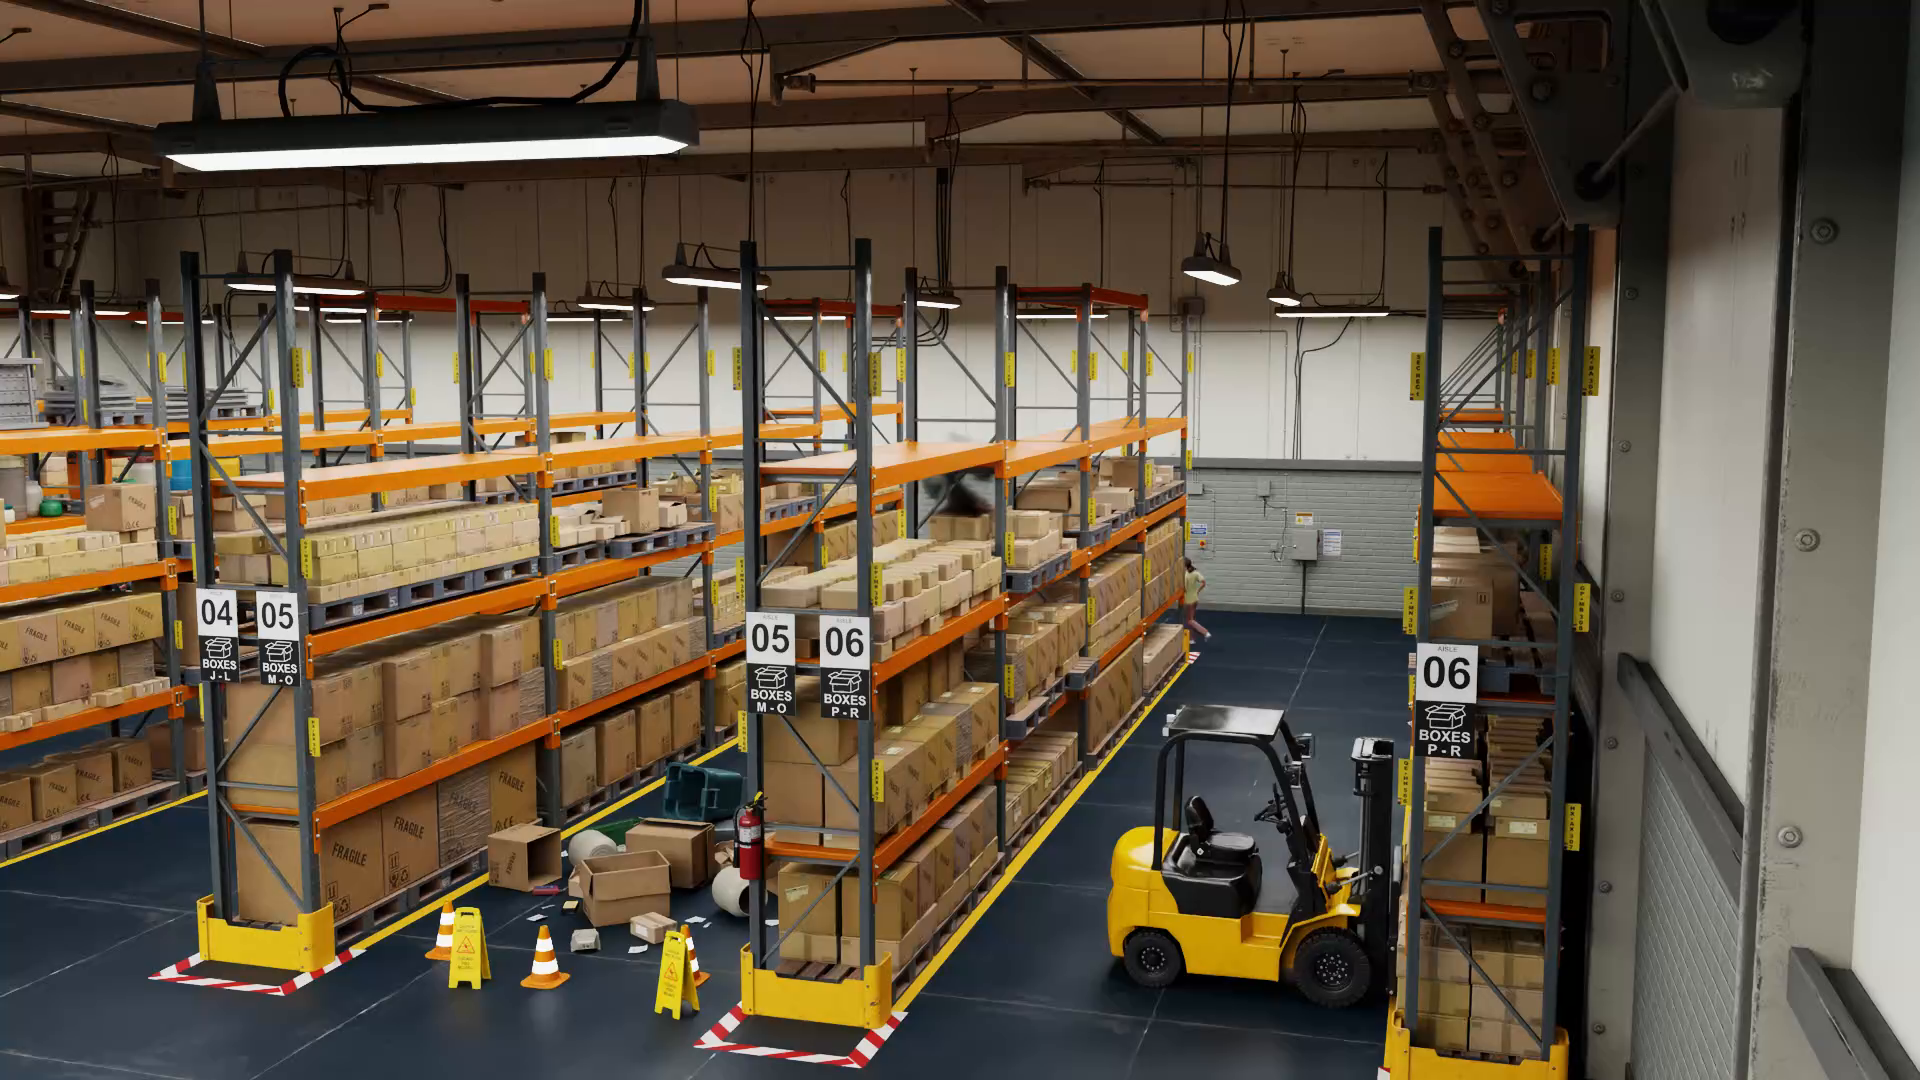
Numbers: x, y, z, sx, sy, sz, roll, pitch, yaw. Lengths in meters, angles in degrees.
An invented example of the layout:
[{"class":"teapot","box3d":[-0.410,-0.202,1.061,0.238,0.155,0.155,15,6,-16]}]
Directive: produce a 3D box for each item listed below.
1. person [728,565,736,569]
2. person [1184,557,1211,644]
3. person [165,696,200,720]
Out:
[{"class":"person","box3d":[-3.747,1.235,27.969,0.620,1.603,0.822,3,7,24]},{"class":"person","box3d":[4.046,1.111,29.297,0.661,1.624,0.759,-5,8,-40]},{"class":"person","box3d":[-10.239,1.809,21.971,0.662,1.763,0.989,1,6,9]}]
